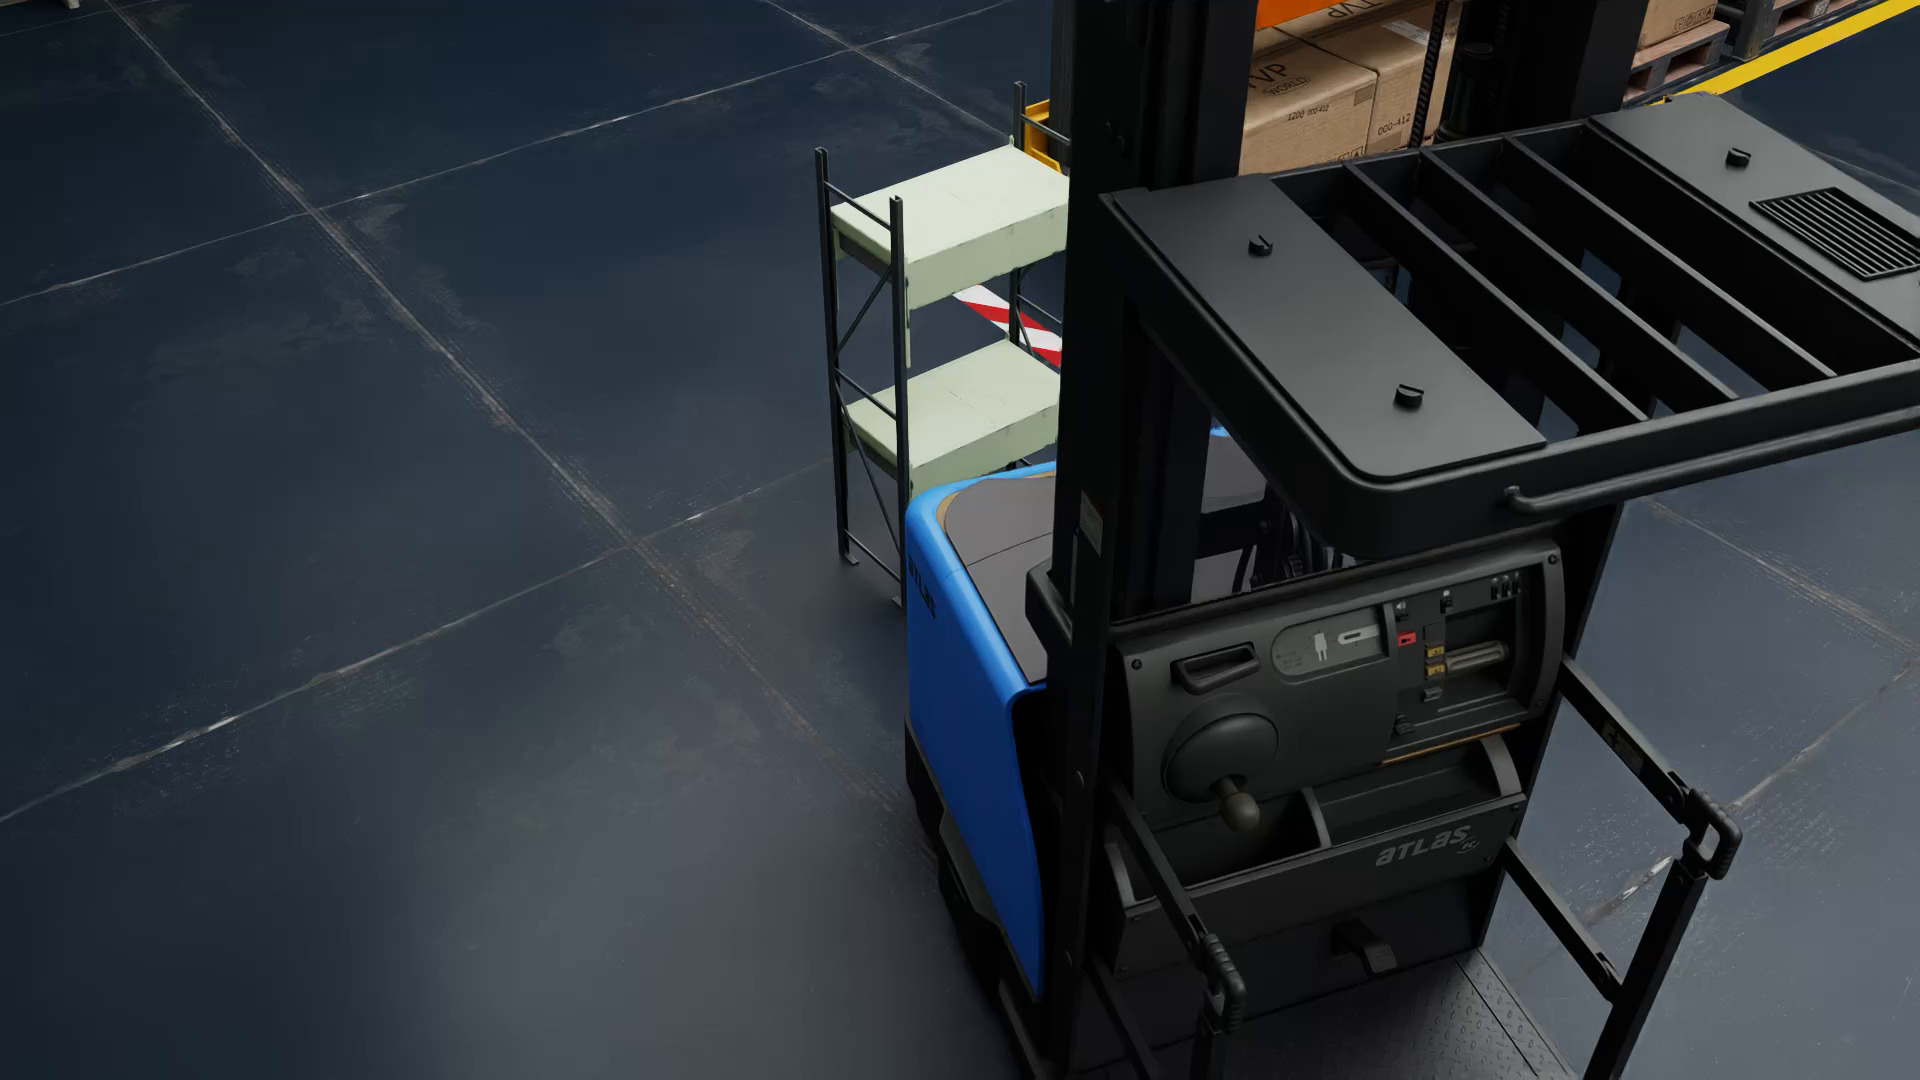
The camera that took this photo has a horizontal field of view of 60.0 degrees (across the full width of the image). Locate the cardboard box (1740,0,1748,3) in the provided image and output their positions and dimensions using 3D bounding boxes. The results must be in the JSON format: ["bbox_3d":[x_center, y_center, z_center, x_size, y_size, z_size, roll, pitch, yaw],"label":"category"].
[{"bbox_3d":[4.351,-3.581,9.094,0.875,0.875,0.875,-25,45,-27],"label":"cardboard box"}]

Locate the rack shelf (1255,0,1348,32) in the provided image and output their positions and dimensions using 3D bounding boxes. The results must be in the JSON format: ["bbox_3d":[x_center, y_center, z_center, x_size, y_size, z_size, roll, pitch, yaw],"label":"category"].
[{"bbox_3d":[2.322,-2.909,7.498,4.000,0.370,1.077,-26,46,-28],"label":"rack shelf"}]

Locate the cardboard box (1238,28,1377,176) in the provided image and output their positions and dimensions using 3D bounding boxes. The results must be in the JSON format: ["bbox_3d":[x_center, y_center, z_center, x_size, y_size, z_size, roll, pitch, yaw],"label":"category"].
[{"bbox_3d":[1.199,-1.891,7.380,0.875,0.438,0.875,-28,47,-29],"label":"cardboard box"}]

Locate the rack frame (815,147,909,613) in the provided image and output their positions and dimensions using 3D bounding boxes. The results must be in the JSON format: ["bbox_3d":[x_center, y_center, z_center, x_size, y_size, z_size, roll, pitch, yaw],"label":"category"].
[{"bbox_3d":[-0.285,-0.441,5.105,0.023,1.500,0.400,-26,46,-28],"label":"rack frame"}]

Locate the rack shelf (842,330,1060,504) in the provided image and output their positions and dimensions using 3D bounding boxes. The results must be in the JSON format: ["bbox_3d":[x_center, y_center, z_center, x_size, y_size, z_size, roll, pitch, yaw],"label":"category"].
[{"bbox_3d":[0.005,-0.330,5.484,0.720,0.370,0.431,-26,46,-28],"label":"rack shelf"}]

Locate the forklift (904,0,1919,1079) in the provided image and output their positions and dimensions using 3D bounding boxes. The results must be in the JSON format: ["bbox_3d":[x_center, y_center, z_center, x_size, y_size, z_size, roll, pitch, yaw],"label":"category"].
[{"bbox_3d":[0.815,0.354,3.008,1.130,2.935,3.031,-13,41,-15],"label":"forklift"}]

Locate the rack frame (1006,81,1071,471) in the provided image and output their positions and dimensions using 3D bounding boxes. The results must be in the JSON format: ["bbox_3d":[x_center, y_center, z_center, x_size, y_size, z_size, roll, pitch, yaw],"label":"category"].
[{"bbox_3d":[0.295,-0.724,5.450,0.023,1.500,0.400,-26,46,-28],"label":"rack frame"}]

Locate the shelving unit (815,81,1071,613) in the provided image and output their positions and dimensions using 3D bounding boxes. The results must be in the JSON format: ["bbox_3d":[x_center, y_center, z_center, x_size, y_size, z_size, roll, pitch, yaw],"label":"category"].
[{"bbox_3d":[0.005,-0.582,5.277,0.755,1.500,0.431,-26,46,-28],"label":"shelving unit"}]

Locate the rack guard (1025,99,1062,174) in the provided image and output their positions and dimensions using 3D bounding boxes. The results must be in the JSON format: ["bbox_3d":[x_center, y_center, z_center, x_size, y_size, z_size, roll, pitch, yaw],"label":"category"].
[{"bbox_3d":[0.717,-1.439,7.109,0.348,0.500,1.175,-26,46,-28],"label":"rack guard"}]

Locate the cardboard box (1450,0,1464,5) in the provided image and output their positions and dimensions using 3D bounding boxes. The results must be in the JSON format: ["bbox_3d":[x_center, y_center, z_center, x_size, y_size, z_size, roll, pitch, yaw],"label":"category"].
[{"bbox_3d":[2.635,-2.597,8.240,0.875,0.438,0.875,-27,47,-29],"label":"cardboard box"}]

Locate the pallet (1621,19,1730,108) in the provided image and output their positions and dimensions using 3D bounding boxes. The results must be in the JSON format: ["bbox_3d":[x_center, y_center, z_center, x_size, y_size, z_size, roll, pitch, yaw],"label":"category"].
[{"bbox_3d":[3.257,-2.627,8.787,1.213,0.211,1.003,-26,46,-28],"label":"pallet"}]

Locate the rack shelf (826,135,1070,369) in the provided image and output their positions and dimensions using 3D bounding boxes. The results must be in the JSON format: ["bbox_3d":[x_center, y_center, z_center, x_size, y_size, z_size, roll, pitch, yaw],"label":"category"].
[{"bbox_3d":[0.005,-0.884,5.030,0.720,0.370,0.431,-26,46,-28],"label":"rack shelf"}]

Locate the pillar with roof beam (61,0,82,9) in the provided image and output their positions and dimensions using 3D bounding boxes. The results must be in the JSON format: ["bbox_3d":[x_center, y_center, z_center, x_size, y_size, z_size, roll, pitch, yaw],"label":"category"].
[{"bbox_3d":[-2.355,-4.475,4.110,0.400,9.000,9.100,-26,46,-28],"label":"pillar with roof beam"}]

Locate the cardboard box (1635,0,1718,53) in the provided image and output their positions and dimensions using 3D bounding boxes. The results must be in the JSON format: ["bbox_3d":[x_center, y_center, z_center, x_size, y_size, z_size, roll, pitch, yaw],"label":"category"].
[{"bbox_3d":[3.345,-2.943,8.662,0.875,0.438,0.875,-27,46,-29],"label":"cardboard box"}]

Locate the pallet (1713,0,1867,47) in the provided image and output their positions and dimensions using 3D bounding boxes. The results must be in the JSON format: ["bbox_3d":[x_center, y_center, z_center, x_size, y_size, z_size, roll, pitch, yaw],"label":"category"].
[{"bbox_3d":[4.474,-3.218,9.506,1.213,0.211,1.003,-26,46,-28],"label":"pallet"}]

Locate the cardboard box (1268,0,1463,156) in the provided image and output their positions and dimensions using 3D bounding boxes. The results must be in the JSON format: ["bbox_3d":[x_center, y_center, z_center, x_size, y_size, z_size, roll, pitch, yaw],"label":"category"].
[{"bbox_3d":[1.919,-2.249,7.816,0.875,0.438,0.875,-25,45,-27],"label":"cardboard box"}]

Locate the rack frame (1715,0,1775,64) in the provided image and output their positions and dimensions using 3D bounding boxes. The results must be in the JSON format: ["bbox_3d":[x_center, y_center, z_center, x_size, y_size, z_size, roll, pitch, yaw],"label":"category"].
[{"bbox_3d":[3.908,-3.960,8.212,0.127,3.000,1.000,-26,46,-28],"label":"rack frame"}]

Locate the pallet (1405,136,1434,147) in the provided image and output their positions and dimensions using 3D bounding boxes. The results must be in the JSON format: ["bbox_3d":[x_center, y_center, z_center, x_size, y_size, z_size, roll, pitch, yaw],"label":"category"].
[{"bbox_3d":[2.289,-2.153,8.209,1.213,0.211,1.003,-26,46,-28],"label":"pallet"}]

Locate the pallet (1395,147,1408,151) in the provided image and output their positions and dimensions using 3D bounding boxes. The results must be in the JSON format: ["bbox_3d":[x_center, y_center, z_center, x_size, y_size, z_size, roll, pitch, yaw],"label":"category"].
[{"bbox_3d":[1.323,-1.684,7.637,1.213,0.211,1.003,-26,46,-28],"label":"pallet"}]

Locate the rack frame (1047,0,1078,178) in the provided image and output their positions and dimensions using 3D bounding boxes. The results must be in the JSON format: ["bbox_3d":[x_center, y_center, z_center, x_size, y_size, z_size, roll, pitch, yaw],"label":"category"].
[{"bbox_3d":[0.736,-2.414,6.328,0.127,3.000,1.000,-26,46,-28],"label":"rack frame"}]
